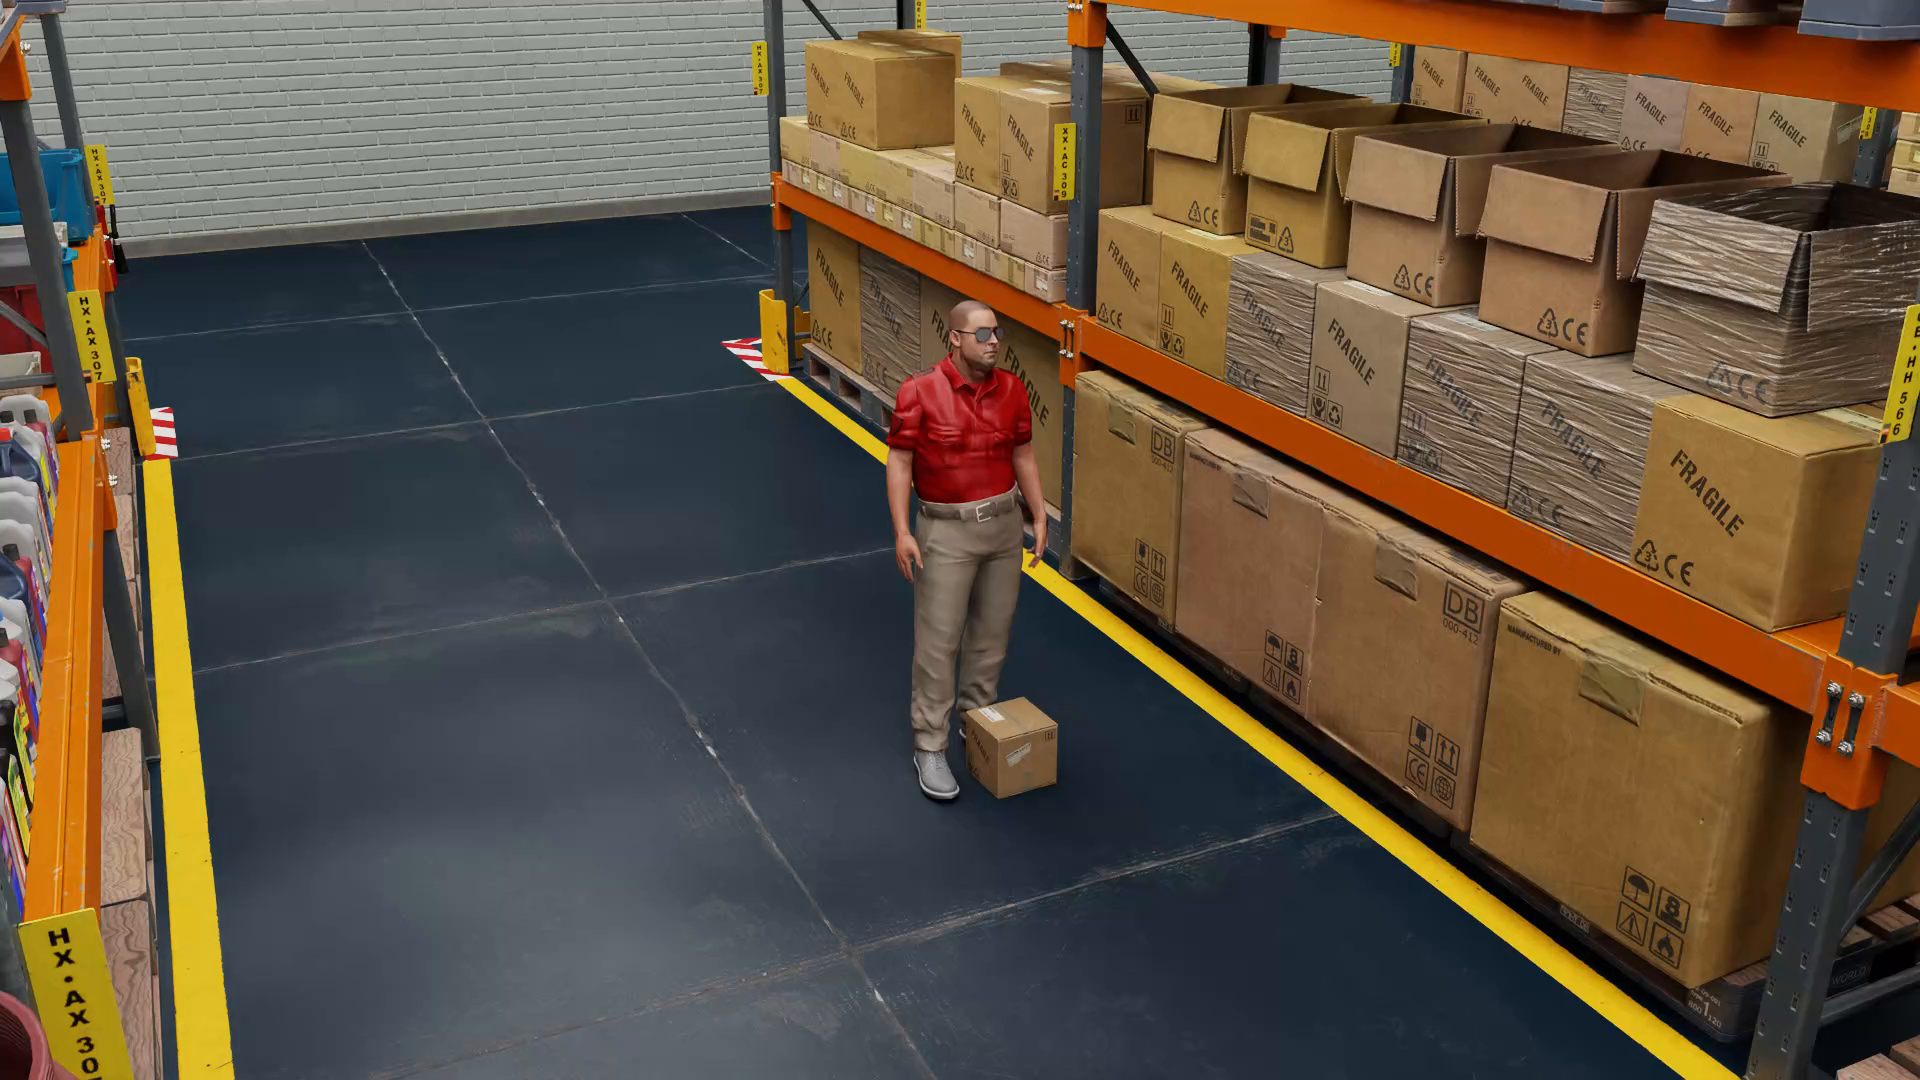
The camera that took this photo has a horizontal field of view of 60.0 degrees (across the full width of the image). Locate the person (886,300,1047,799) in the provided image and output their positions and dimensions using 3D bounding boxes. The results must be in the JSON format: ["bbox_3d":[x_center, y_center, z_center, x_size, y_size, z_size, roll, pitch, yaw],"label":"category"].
[{"bbox_3d":[0.069,0.015,6.049,0.640,1.727,0.550,-11,24,-25],"label":"person"}]
